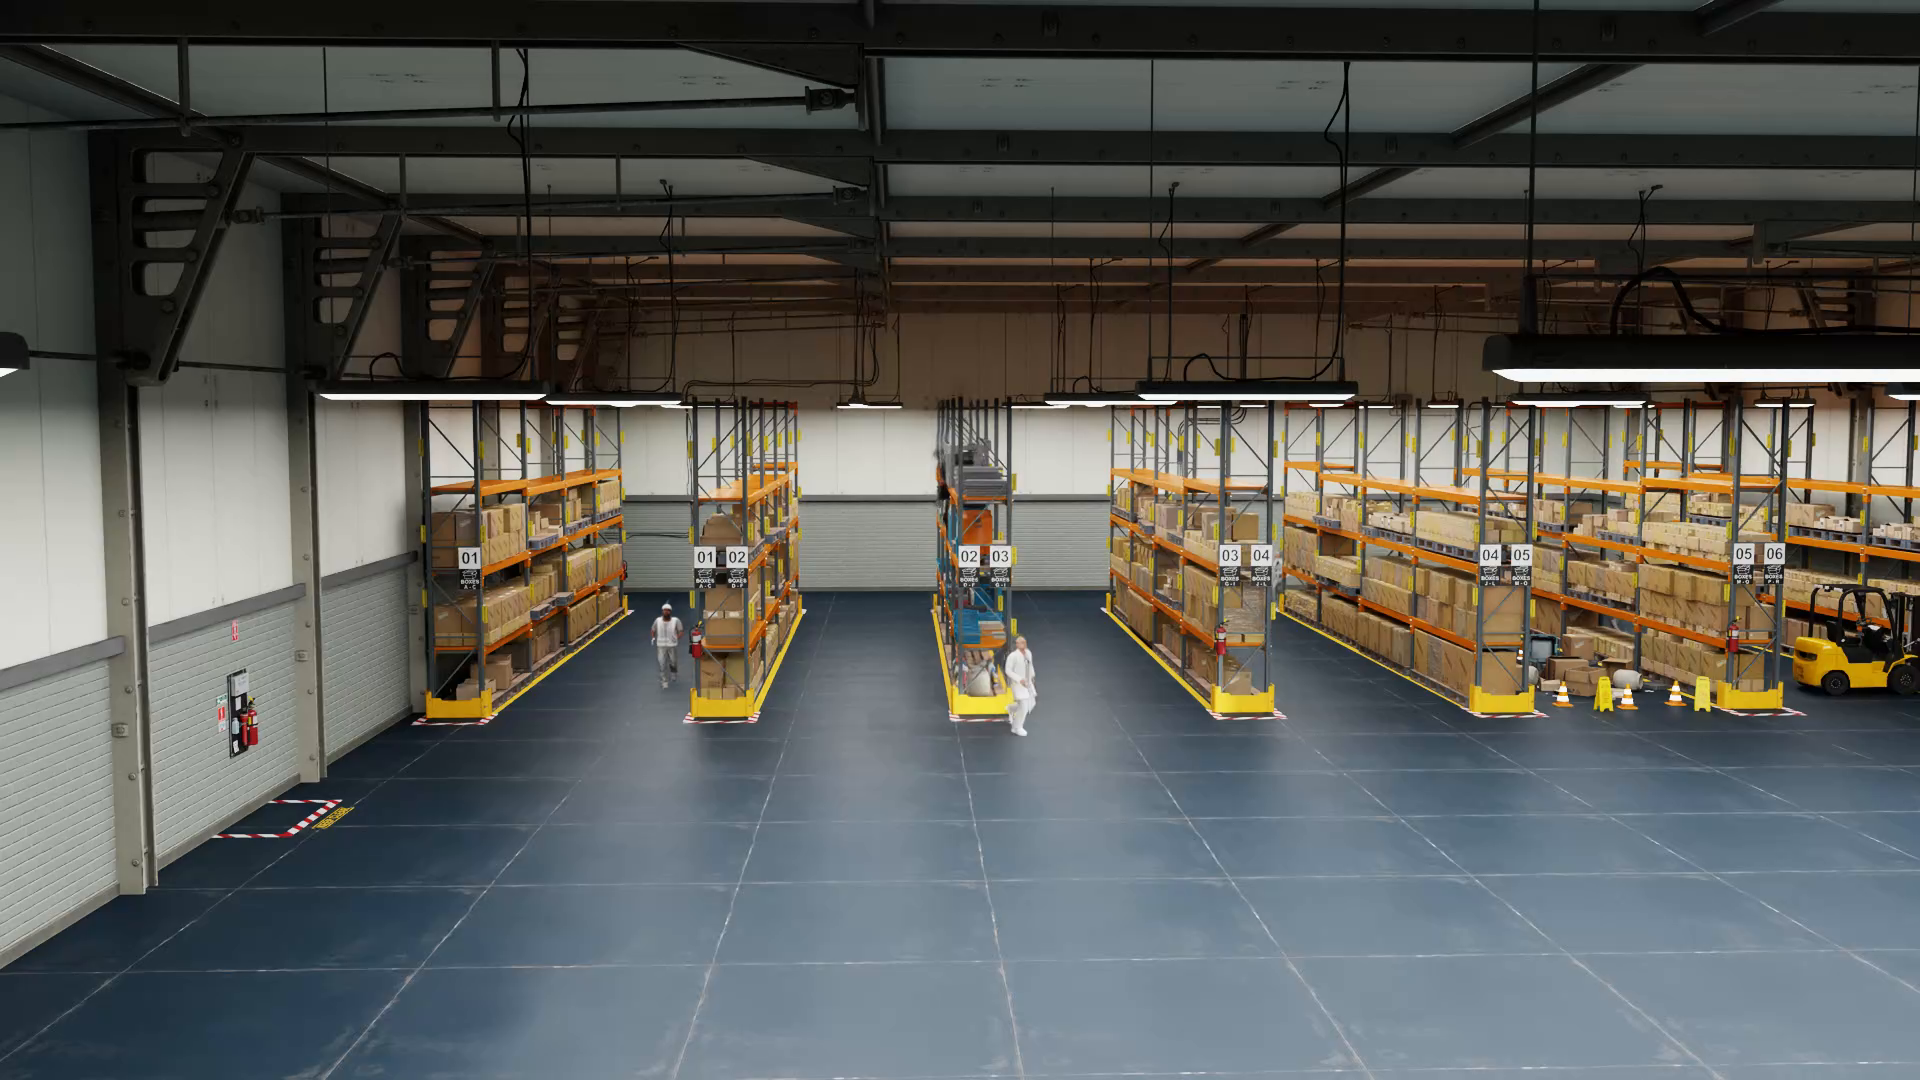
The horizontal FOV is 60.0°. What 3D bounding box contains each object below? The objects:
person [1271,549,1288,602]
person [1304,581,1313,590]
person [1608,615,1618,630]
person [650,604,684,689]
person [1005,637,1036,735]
[{"bbox_3d":[9.372,1.133,48.740,0.769,1.742,0.653,-1,5,-12],"label":"person"},{"bbox_3d":[10.356,1.137,48.774,0.564,1.672,0.705,3,5,33],"label":"person"},{"bbox_3d":[16.533,1.621,42.096,0.556,1.746,0.796,0,4,-6],"label":"person"},{"bbox_3d":[-6.075,2.194,34.445,0.690,1.741,0.763,0,4,-4],"label":"person"},{"bbox_3d":[1.063,2.582,29.576,0.732,1.752,0.706,-4,6,-45],"label":"person"}]
